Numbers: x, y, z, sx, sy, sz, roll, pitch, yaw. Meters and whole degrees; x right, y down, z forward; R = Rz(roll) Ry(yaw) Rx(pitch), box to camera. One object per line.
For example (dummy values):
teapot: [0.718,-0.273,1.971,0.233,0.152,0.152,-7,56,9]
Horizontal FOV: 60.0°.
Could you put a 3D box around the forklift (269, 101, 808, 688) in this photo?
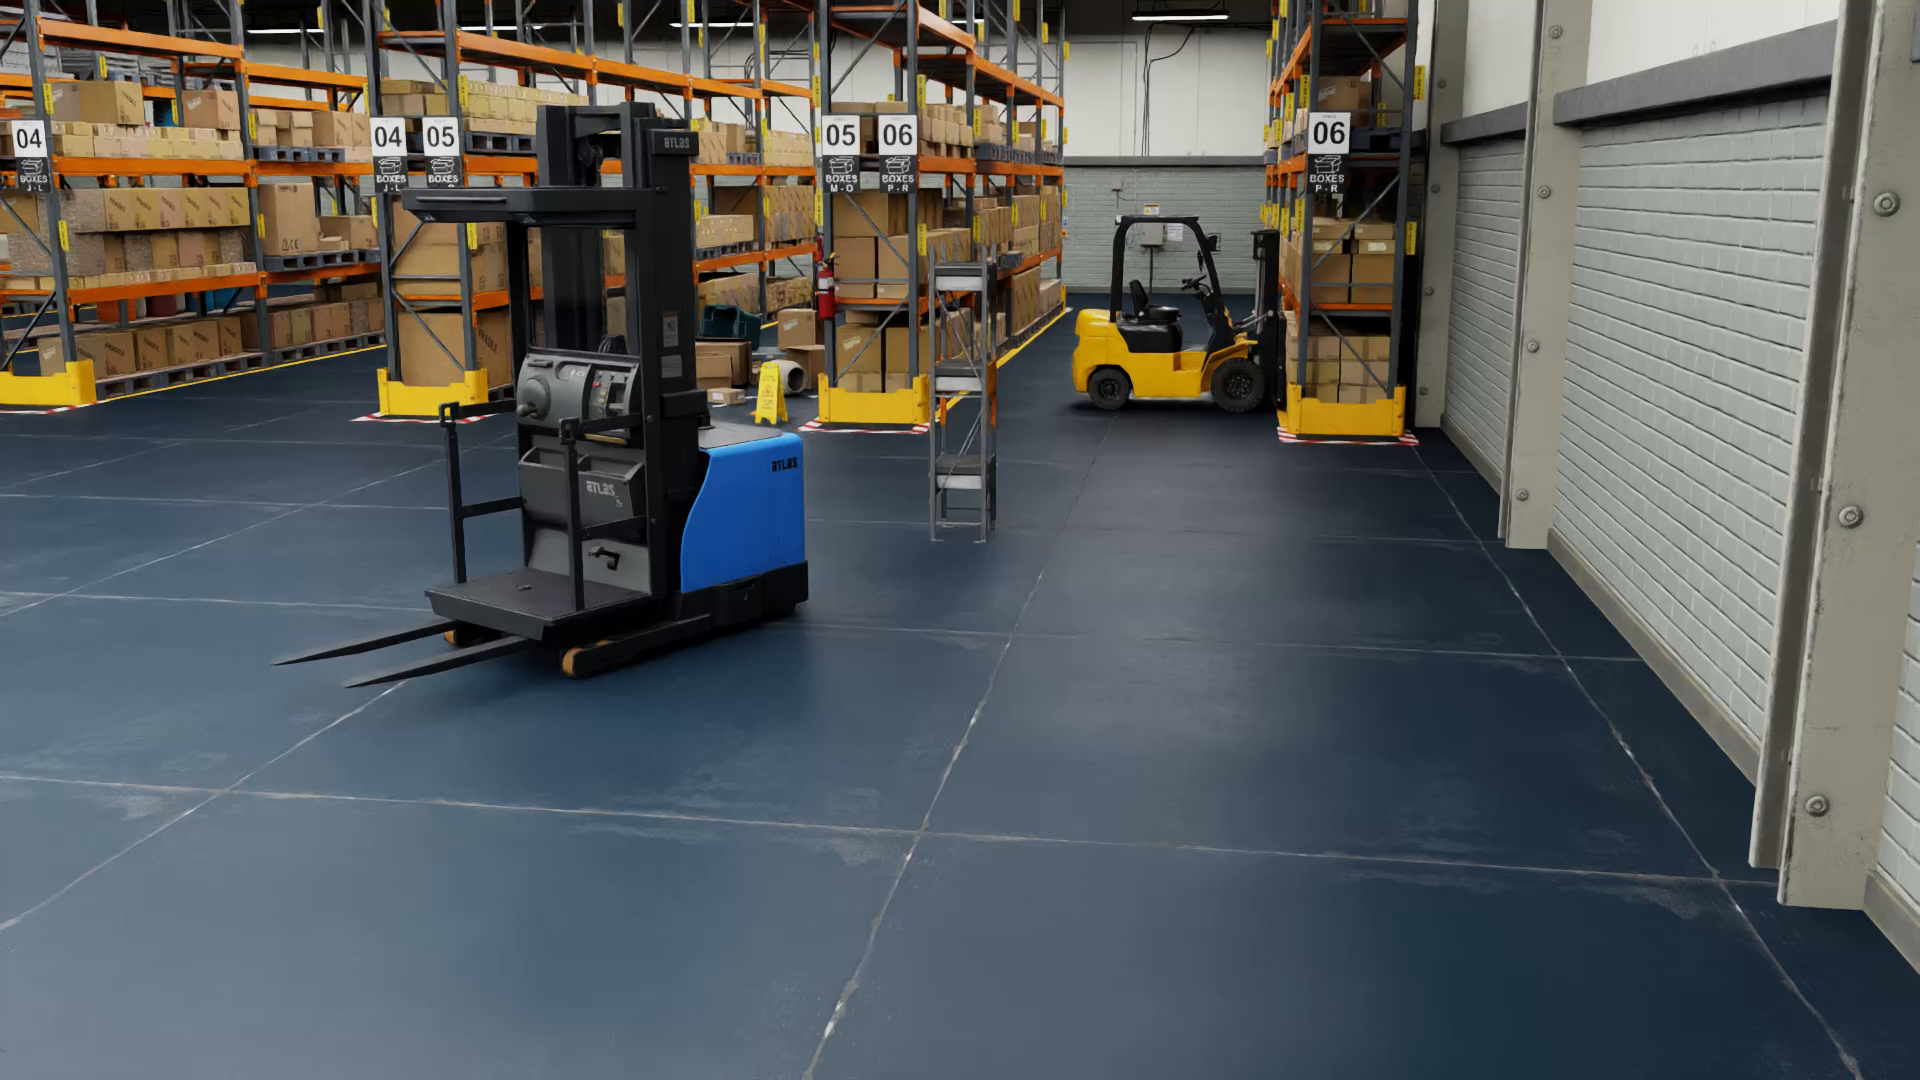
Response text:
forklift: [-2.206,-0.825,8.866,1.130,2.935,3.031,9,15,36]

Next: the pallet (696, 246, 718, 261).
pallet: [-4.611,-4.603,26.689,1.213,0.211,1.003,2,12,9]

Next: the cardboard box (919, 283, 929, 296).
cardboard box: [-0.537,-2.788,18.404,0.380,0.149,0.250,1,12,7]

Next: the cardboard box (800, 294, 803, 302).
cardboard box: [-3.325,-4.797,32.903,0.380,0.149,0.250,2,12,8]

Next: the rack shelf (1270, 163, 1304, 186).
rack shelf: [5.504,-5.777,26.267,1.077,0.370,4.000,2,12,9]

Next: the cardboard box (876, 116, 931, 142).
cardboard box: [-0.599,-4.375,17.705,0.500,0.250,0.500,2,12,8]

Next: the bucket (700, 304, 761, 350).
bucket: [-2.974,-2.753,21.808,0.726,0.611,0.620,7,4,28]

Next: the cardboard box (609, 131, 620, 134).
cardboard box: [-4.826,-5.518,22.721,0.250,0.149,0.380,2,12,9]

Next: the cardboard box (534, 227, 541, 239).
cardboard box: [-5.584,-3.901,20.058,0.875,0.550,0.500,2,12,9]

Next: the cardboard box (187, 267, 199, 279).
cardboard box: [-10.100,-3.459,21.519,0.380,0.149,0.250,2,12,9]

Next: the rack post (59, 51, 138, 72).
rack post: [-14.324,-7.936,27.635,0.954,0.300,0.937,2,12,9]

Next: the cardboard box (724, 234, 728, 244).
cardboard box: [-4.104,-5.045,27.881,0.380,0.149,0.250,1,12,7]

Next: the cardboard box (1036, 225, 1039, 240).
cardboard box: [1.079,-5.310,28.683,0.500,0.250,0.500,2,12,9]

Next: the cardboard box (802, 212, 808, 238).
cardboard box: [-3.285,-6.196,32.681,0.500,0.500,0.500,2,12,8]

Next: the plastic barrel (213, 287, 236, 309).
plastic barrel: [-13.881,-4.787,31.070,0.600,0.901,0.708,2,12,9]

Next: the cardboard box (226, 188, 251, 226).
cardboard box: [-9.914,-4.475,22.321,0.500,0.500,0.500,2,12,9]

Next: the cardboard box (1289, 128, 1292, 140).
cardboard box: [4.450,-5.250,21.475,0.380,0.149,0.250,2,12,9]

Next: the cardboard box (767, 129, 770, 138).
cardboard box: [-3.642,-7.319,29.936,0.380,0.149,0.250,1,12,6]

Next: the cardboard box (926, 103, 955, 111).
cardboard box: [-0.361,-5.541,21.636,0.500,0.250,0.500,2,12,10]

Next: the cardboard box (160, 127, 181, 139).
cardboard box: [-10.078,-5.131,20.971,0.380,0.149,0.250,2,12,11]

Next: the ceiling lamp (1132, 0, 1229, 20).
ceiling lamp: [4.538,-12.331,33.995,2.000,3.185,0.800,2,12,9]

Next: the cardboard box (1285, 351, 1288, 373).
cardboard box: [3.878,-2.010,18.543,0.500,0.250,0.500,2,12,7]

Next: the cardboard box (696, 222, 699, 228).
cardboard box: [-4.353,-5.010,26.306,0.380,0.149,0.250,2,12,9]

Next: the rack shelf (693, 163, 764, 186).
rack shelf: [-4.308,-6.076,27.657,1.077,0.370,4.000,2,12,9]

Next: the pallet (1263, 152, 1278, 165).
pallet: [5.642,-6.320,27.524,1.213,0.211,1.003,2,12,9]

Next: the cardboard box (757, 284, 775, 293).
cardboard box: [-3.652,-4.655,30.833,0.380,0.149,0.250,2,12,8]

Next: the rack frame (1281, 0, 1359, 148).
rack frame: [5.196,-7.179,23.944,1.000,3.000,0.127,2,12,9]

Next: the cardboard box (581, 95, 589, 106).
cardboard box: [-4.972,-5.614,21.272,0.380,0.149,0.250,2,12,8]

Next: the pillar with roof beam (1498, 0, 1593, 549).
pillar with roof beam: [-0.213,-4.520,11.605,9.100,9.000,0.400,2,12,9]

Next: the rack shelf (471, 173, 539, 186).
rack shelf: [-8.578,-7.091,32.364,1.077,0.370,4.000,2,12,9]

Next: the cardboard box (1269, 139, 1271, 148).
cardboard box: [5.233,-6.469,27.131,0.380,0.149,0.250,2,12,9]

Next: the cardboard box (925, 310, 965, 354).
cardboard box: [-0.227,-2.563,20.518,0.500,0.500,0.500,2,12,10]

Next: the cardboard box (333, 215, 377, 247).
cardboard box: [-9.545,-4.868,26.226,0.500,0.500,0.500,0,12,2]

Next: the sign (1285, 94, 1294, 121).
sign: [4.043,-5.302,20.380,0.100,0.325,0.005,2,12,9]

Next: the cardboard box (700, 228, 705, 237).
cardboard box: [-4.303,-4.924,26.615,0.380,0.149,0.250,2,12,11]

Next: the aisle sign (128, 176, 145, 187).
aisle sign: [-17.745,-7.989,35.775,0.394,0.787,0.004,2,12,9]

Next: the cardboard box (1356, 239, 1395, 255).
cardboard box: [4.274,-3.009,17.058,0.380,0.149,0.250,2,12,7]

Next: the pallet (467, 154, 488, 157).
pallet: [-8.978,-6.740,29.483,0.805,0.209,1.217,1,12,6]

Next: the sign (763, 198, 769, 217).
sign: [-3.452,-5.927,29.627,0.100,0.325,0.005,2,12,9]

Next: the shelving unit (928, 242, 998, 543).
shelving unit: [0.025,-1.061,11.932,0.431,2.100,0.503,2,12,9]

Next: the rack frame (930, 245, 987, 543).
rack frame: [-0.012,-1.010,11.696,0.400,2.100,0.015,2,12,9]

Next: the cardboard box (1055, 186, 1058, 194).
cardboard box: [1.692,-6.735,31.974,0.380,0.149,0.250,2,12,8]

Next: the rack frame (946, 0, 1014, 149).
rack frame: [0.291,-7.339,24.686,1.000,3.000,0.127,2,12,9]

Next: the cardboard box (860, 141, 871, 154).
cardboard box: [-1.161,-4.168,17.688,0.380,0.149,0.250,2,12,9]

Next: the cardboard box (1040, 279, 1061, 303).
cardboard box: [1.519,-4.884,32.619,0.875,0.438,0.875,1,12,7]

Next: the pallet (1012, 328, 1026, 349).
pallet: [0.487,-3.205,26.362,1.003,0.211,1.213,2,12,9]

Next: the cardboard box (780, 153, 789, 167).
cardboard box: [-3.501,-7.071,30.921,0.500,0.250,0.500,2,12,11]

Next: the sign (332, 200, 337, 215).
sign: [-10.050,-5.310,26.766,0.100,0.325,0.005,2,12,9]

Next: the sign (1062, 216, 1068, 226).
sign: [2.327,-7.392,38.534,0.327,0.218,0.001,2,12,9]

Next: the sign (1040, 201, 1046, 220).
sign: [1.444,-5.750,28.996,0.100,0.325,0.005,2,12,9]
